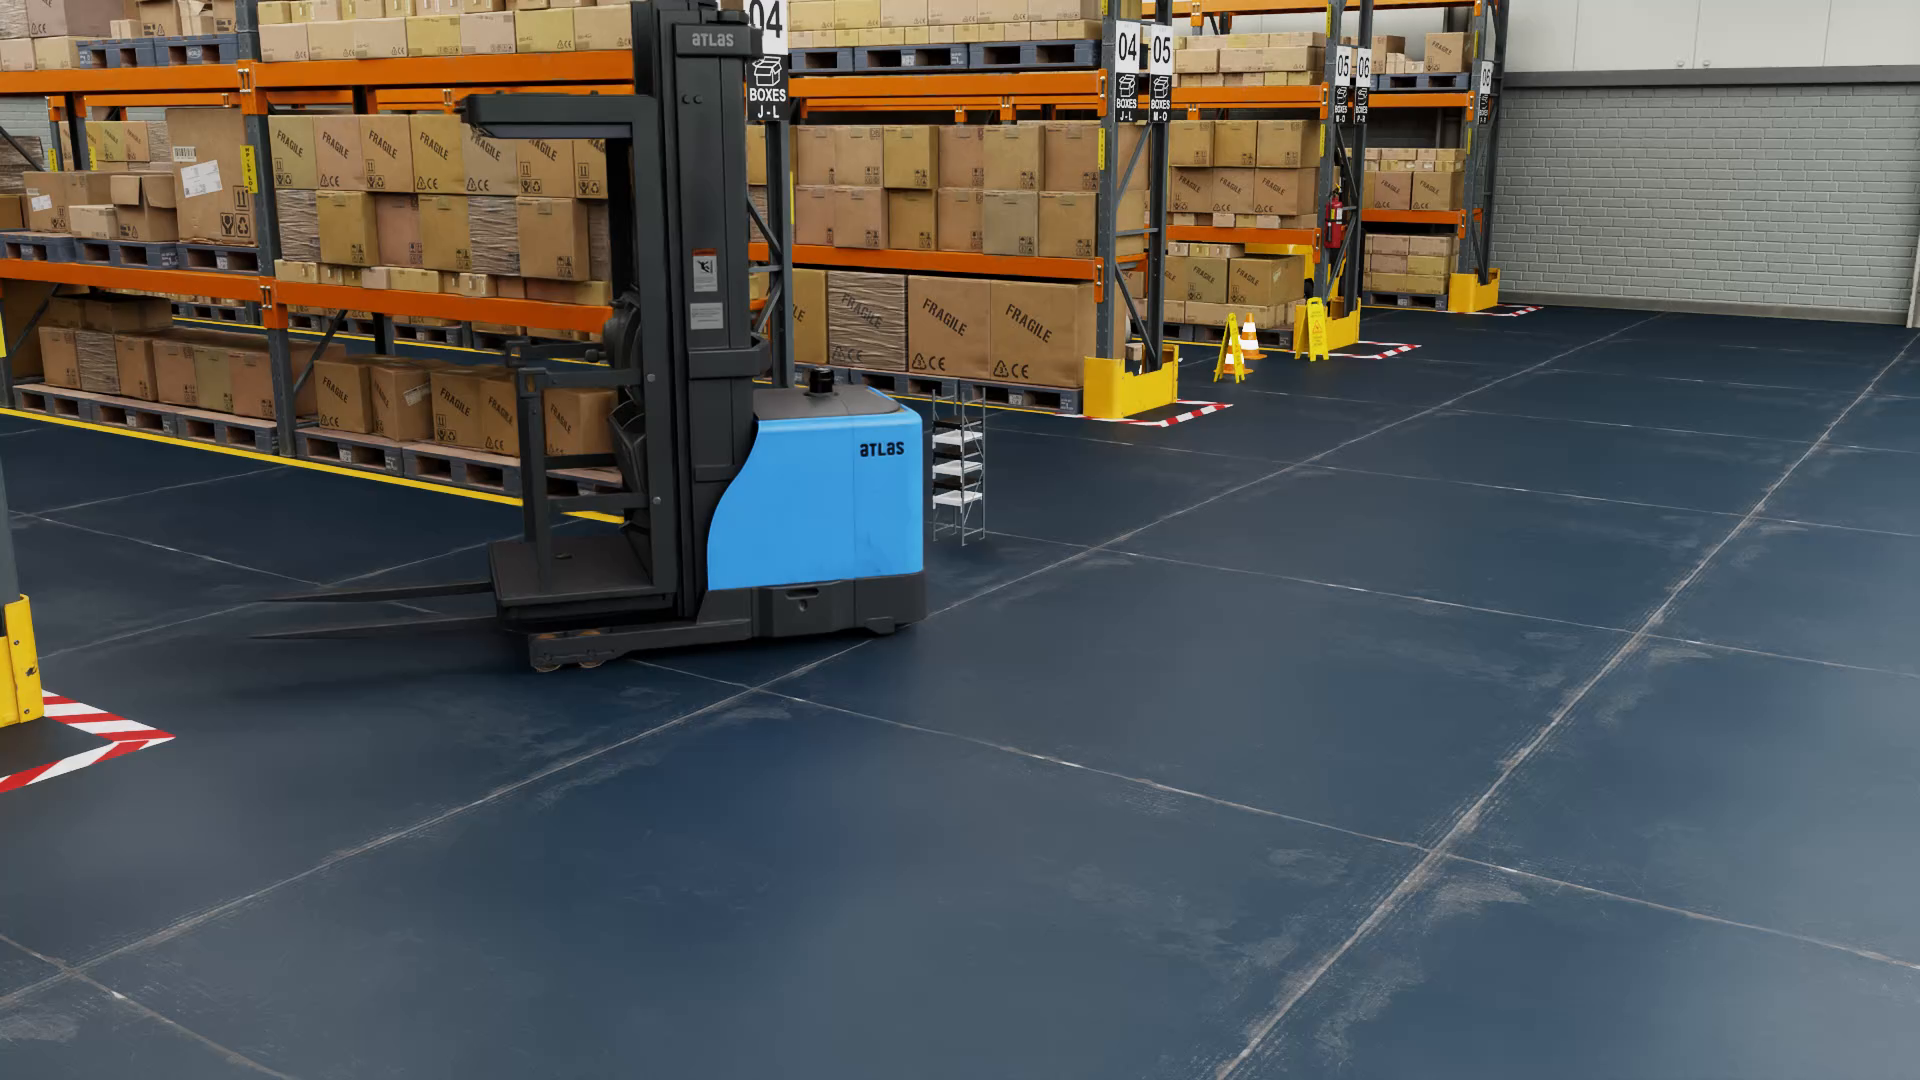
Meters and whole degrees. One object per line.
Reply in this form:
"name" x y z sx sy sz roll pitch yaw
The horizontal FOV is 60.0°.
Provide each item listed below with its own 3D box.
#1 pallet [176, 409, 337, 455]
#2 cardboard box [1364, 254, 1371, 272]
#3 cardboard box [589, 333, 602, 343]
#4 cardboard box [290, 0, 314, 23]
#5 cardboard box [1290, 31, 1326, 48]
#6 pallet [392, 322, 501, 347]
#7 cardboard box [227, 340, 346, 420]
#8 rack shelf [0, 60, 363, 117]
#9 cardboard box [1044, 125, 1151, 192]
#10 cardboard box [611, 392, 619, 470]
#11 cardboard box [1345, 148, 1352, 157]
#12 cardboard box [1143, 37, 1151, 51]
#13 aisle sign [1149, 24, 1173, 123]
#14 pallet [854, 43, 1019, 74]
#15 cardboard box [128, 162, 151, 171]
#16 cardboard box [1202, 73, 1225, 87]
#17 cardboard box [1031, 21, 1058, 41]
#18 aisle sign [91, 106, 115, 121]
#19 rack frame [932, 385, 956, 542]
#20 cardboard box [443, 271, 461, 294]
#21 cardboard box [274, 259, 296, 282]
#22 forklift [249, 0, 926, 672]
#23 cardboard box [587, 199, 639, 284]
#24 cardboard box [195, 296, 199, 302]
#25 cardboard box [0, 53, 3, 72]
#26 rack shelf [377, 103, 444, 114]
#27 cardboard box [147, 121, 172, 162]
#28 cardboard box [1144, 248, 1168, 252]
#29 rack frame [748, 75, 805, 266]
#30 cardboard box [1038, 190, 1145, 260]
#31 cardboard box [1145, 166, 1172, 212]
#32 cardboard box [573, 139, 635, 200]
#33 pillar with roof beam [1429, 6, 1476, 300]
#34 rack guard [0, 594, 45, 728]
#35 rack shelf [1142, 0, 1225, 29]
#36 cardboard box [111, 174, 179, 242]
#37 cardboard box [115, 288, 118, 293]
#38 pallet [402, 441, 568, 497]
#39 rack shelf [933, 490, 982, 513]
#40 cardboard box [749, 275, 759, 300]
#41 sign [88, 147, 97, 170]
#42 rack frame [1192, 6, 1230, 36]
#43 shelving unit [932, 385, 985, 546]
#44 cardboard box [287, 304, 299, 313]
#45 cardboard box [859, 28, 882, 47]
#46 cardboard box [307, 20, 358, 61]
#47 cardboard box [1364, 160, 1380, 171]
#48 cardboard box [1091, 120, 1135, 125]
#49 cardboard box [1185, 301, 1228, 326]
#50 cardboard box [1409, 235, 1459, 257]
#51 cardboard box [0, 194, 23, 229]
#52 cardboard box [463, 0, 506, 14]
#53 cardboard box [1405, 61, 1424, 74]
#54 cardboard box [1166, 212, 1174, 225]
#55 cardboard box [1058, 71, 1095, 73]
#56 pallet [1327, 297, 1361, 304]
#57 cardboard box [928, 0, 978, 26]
"pallet" -5.353 -0.913 13.070 1.213 0.211 1.003 9 17 33
"cardboard box" 5.482 -3.841 22.905 0.500 0.250 0.500 9 16 32
"cardboard box" -3.218 -2.445 17.264 0.750 0.750 1.050 9 17 33
"cardboard box" -4.349 -3.612 11.411 0.250 0.149 0.380 8 16 30
"cardboard box" 3.699 -5.309 17.649 0.250 0.149 0.380 9 17 33
"pallet" -5.821 -2.425 19.181 1.213 0.211 1.003 9 17 33
"cardboard box" -5.203 -1.249 12.912 0.500 0.500 0.700 8 16 29
"rack shelf" -6.365 -3.537 13.124 4.000 0.370 1.077 9 17 33
"cardboard box" 1.179 -3.255 14.172 0.550 0.550 0.875 9 17 33
"cardboard box" -1.896 -0.703 10.749 0.500 0.500 0.500 13 19 43
"cardboard box" 5.381 -5.257 22.639 0.250 0.149 0.380 10 17 34
"cardboard box" 2.240 -5.560 18.661 0.250 0.149 0.380 10 17 34
"aisle sign" 1.691 -3.913 13.979 0.004 0.787 0.394 9 17 33
"pallet" -0.173 -4.275 14.792 1.213 0.211 1.003 9 17 33
"cardboard box" -10.309 -4.622 21.426 0.500 0.500 0.500 9 16 31
"cardboard box" 2.859 -5.068 18.335 0.250 0.149 0.380 9 17 32
"cardboard box" 0.792 -4.198 13.739 0.250 0.149 0.380 9 17 33
"aisle sign" -11.704 -6.078 22.725 0.004 0.787 0.394 9 17 33
"rack frame" -0.091 -0.452 9.775 0.006 0.900 0.240 9 17 33
"cardboard box" -3.211 -1.728 11.085 0.250 0.149 0.380 9 17 33
"cardboard box" -4.695 -1.951 11.986 0.250 0.149 0.380 9 17 33
"forklift" -1.738 -0.974 7.660 3.031 2.935 1.130 -4 15 -17
"cardboard box" -1.828 -1.898 10.420 0.500 0.500 0.875 9 17 33
"cardboard box" -9.583 -3.149 21.359 0.250 0.149 0.380 9 16 31
"cardboard box" -7.777 -3.968 13.680 0.500 0.250 0.500 10 17 34
"rack shelf" -7.473 -6.586 25.440 4.000 0.370 1.077 9 17 33
"cardboard box" -9.882 -5.037 21.022 0.500 0.500 0.500 10 17 34
"cardboard box" 2.313 -3.209 19.833 0.500 0.500 0.500 10 17 36
"rack frame" -1.854 -3.137 16.255 0.127 3.000 1.000 9 17 33
"cardboard box" 1.132 -2.715 14.234 0.550 0.550 0.875 9 17 33
"cardboard box" 2.304 -4.020 18.993 0.500 0.500 0.500 9 17 33
"cardboard box" -1.981 -2.328 10.079 0.500 0.500 0.500 9 17 33
"pillar with roof beam" 4.434 -6.919 19.045 0.400 9.000 9.100 9 17 33
"rack guard" -4.240 0.575 6.462 0.348 0.500 1.175 9 17 33
"rack shelf" 1.932 -7.765 24.794 4.000 0.370 1.077 9 17 33
"cardboard box" -6.196 -2.630 13.116 0.637 0.503 0.797 11 18 38
"cardboard box" -11.082 -3.382 22.301 0.250 0.149 0.380 9 17 33
"pallet" -3.112 -0.562 11.654 1.213 0.211 1.003 9 17 33
"rack shelf" -0.007 -0.231 9.771 0.200 0.077 0.258 9 17 33
"cardboard box" -1.490 -1.589 10.524 0.250 0.149 0.380 9 17 33
"sign" -7.730 -3.332 14.794 0.005 0.325 0.100 9 17 33
"rack frame" 3.592 -8.040 23.576 0.127 3.000 1.000 9 17 33
"shelving unit" -0.007 -0.438 9.719 0.210 0.900 0.258 9 17 33
"cardboard box" -8.027 -3.049 20.225 0.500 0.500 0.500 10 17 35
"cardboard box" -0.684 -4.437 14.703 0.250 0.149 0.380 9 17 33
"cardboard box" -4.034 -3.364 11.240 0.500 0.250 0.500 9 17 32
"cardboard box" 5.610 -5.083 22.556 0.250 0.149 0.380 9 16 31
"cardboard box" 1.882 -4.568 19.128 0.500 0.500 0.700 9 16 32
"cardboard box" 2.898 -2.596 18.918 0.500 0.250 0.500 9 17 33
"cardboard box" 6.355 -3.946 22.288 0.500 0.250 0.500 10 17 35
"cardboard box" -8.573 -2.764 14.537 0.500 0.500 0.500 10 17 35
"cardboard box" -2.867 -3.353 10.367 0.250 0.149 0.380 8 16 30
"cardboard box" 6.054 -6.229 21.941 0.250 0.149 0.380 9 16 31
"cardboard box" 2.457 -3.696 19.034 0.250 0.149 0.380 9 17 33
"cardboard box" 1.470 -5.485 19.188 0.500 0.250 0.500 9 17 32
"pallet" 5.245 -3.496 23.507 1.213 0.211 1.003 9 17 33
"cardboard box" 0.072 -4.526 14.232 0.500 0.250 0.500 9 17 32
